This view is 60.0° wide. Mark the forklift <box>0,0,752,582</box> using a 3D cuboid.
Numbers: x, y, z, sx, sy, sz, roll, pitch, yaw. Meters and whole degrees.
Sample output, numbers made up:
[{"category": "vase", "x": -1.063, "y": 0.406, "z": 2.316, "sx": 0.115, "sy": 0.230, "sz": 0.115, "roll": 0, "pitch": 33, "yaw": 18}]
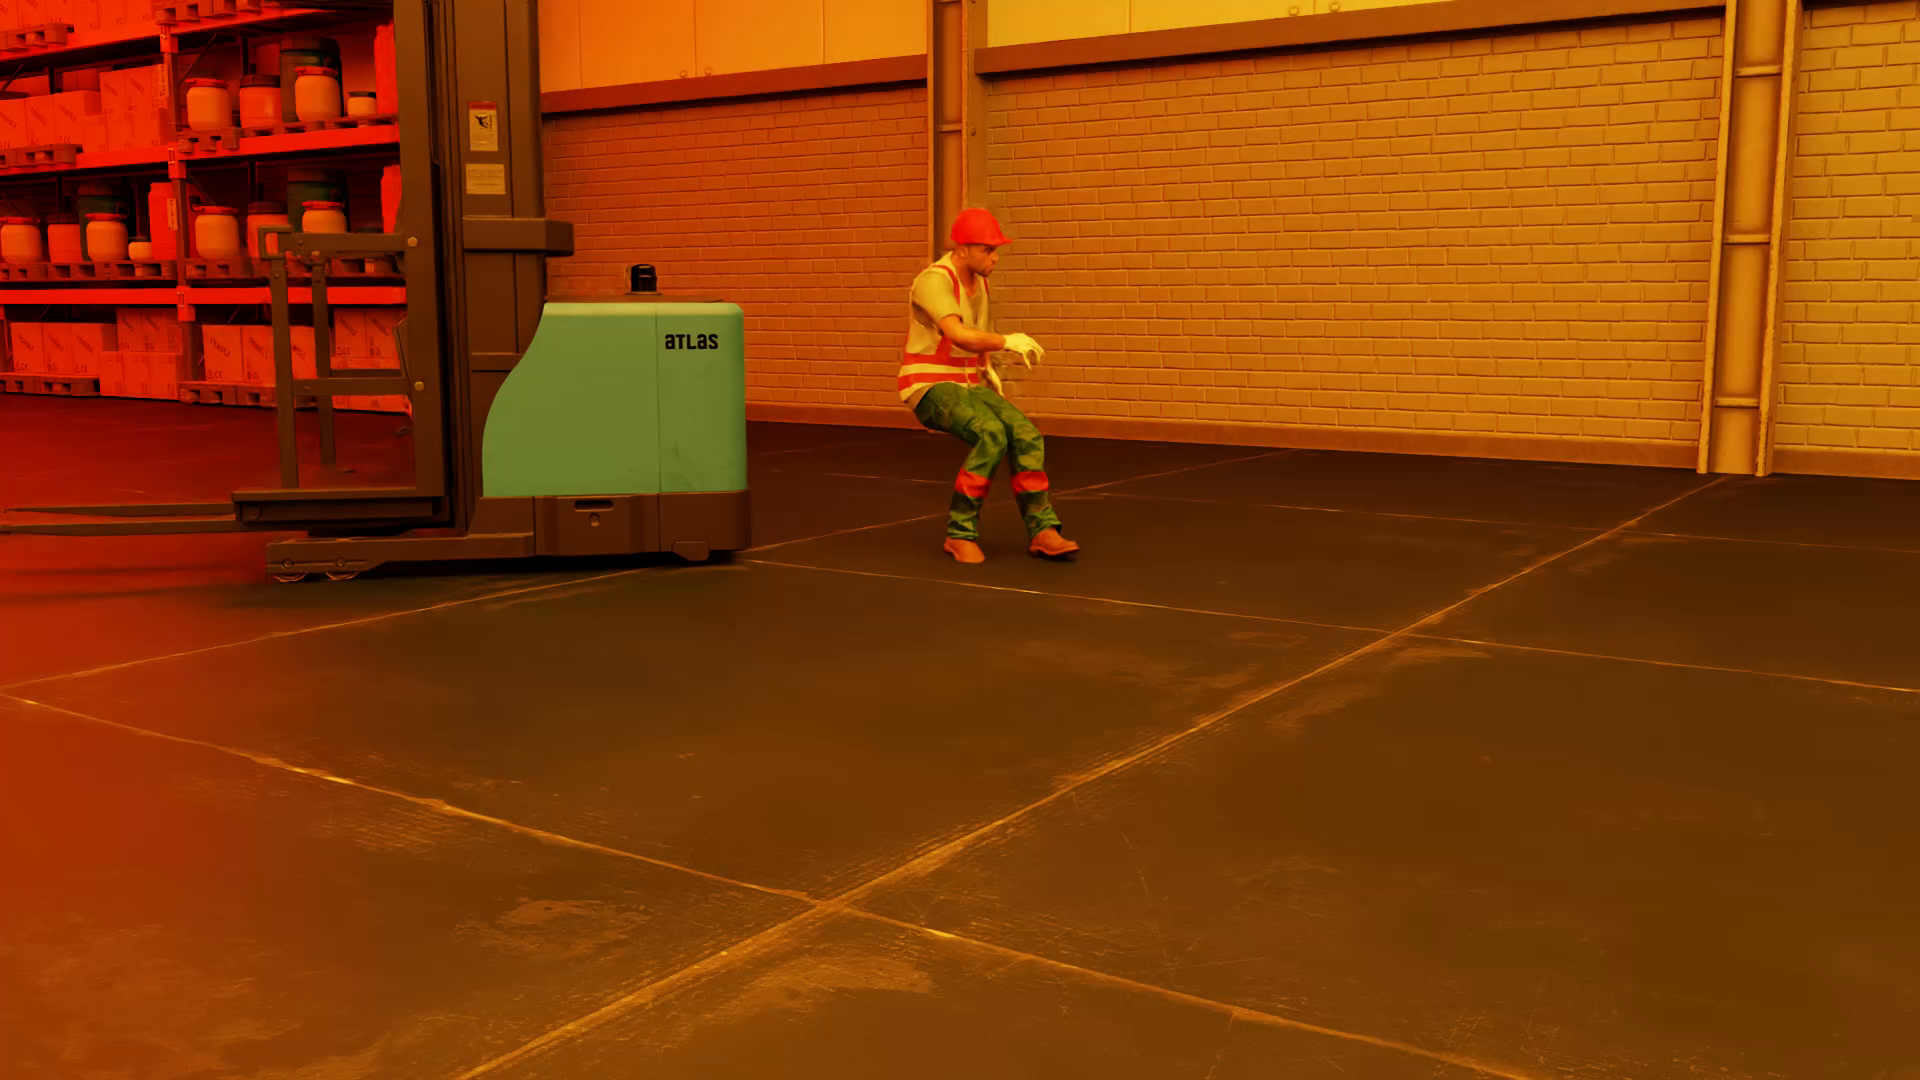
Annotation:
[{"category": "forklift", "x": -2.439, "y": -1.368, "z": 6.813, "sx": 3.031, "sy": 2.935, "sz": 1.130, "roll": -2, "pitch": 8, "yaw": -12}]

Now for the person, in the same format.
[{"category": "person", "x": 0.199, "y": -0.675, "z": 7.287, "sx": 0.947, "sy": 1.534, "sz": 0.928, "roll": 5, "pitch": 10, "yaw": 32}]
